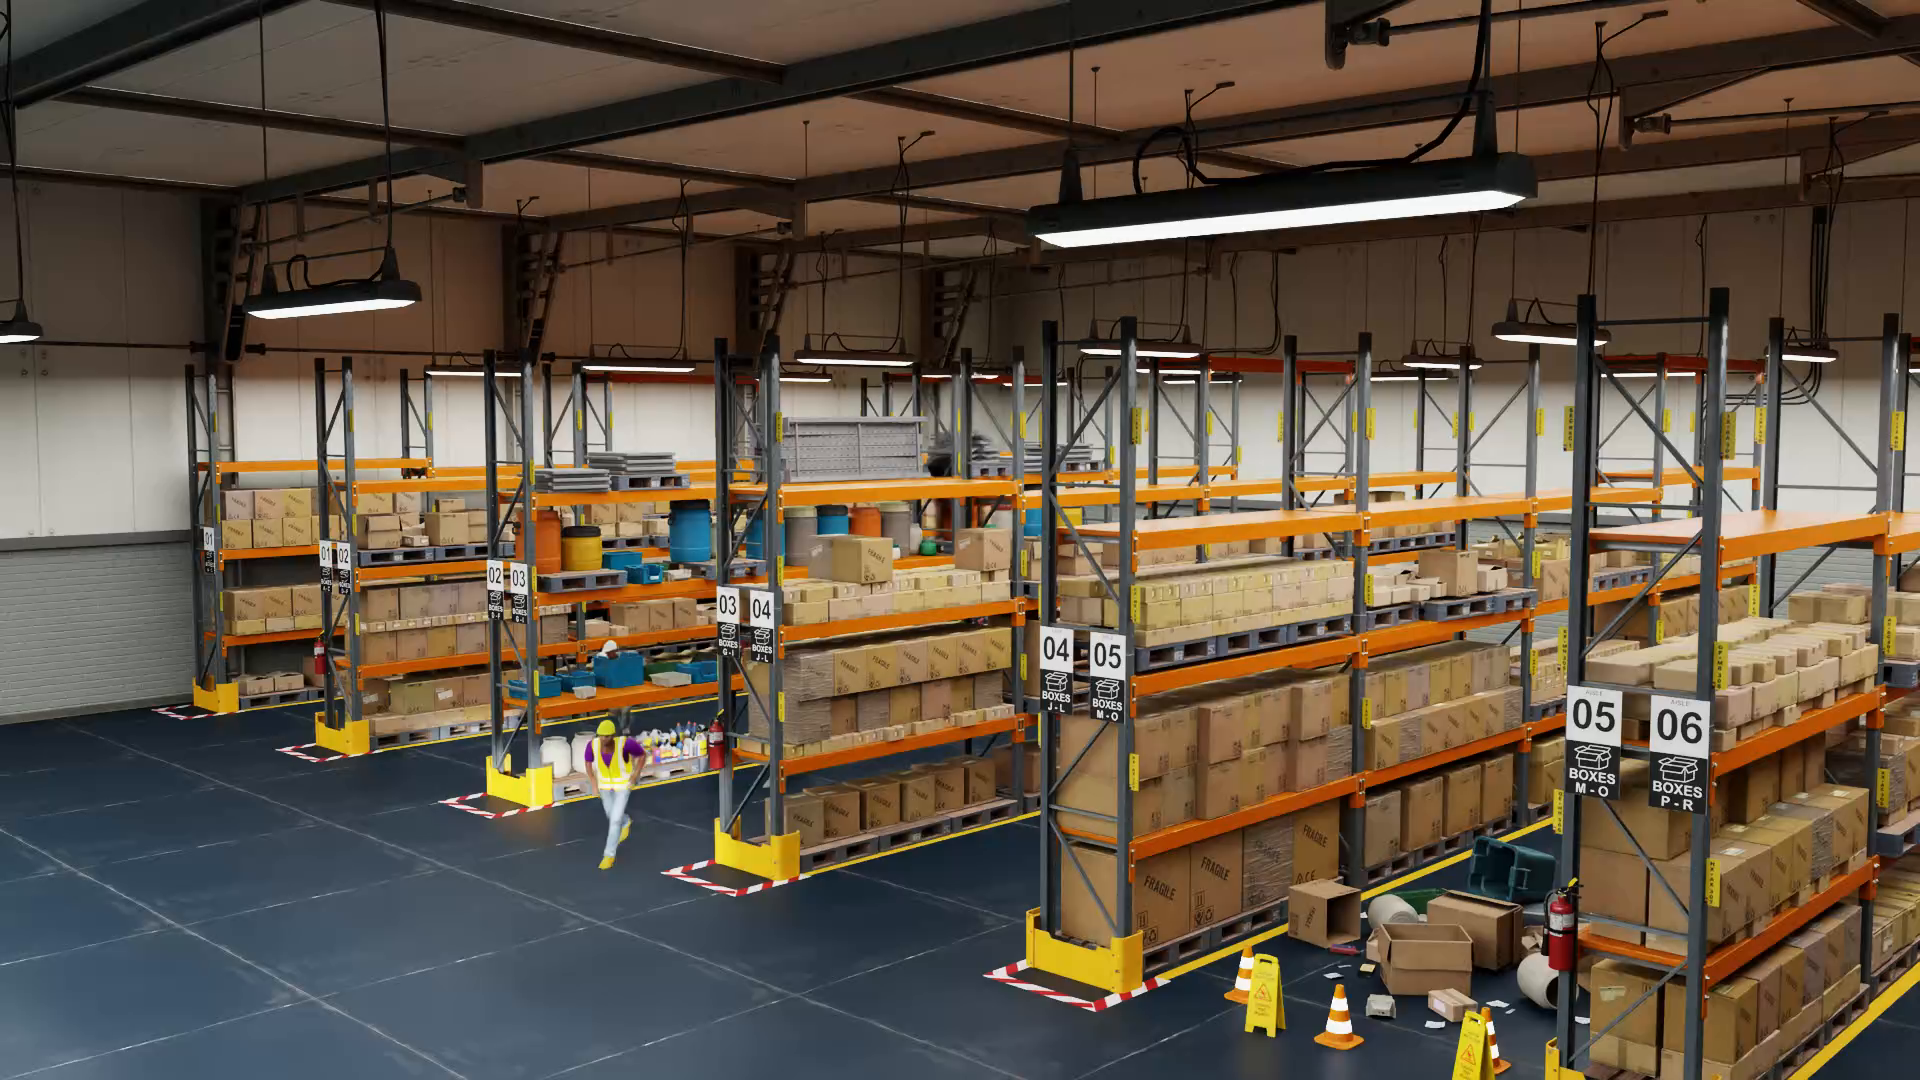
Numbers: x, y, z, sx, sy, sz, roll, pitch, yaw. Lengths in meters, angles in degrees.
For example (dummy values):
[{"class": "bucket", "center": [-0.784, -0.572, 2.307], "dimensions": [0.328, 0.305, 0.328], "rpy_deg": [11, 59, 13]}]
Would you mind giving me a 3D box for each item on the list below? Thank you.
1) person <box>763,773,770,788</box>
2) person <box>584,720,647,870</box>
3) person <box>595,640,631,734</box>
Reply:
[{"class": "person", "center": [-2.509, 2.562, 23.132], "dimensions": [0.681, 1.715, 0.879], "rpy_deg": [2, 5, 20]}, {"class": "person", "center": [-3.959, 2.870, 19.217], "dimensions": [0.721, 1.713, 1.024], "rpy_deg": [0, 4, 2]}, {"class": "person", "center": [-5.502, 2.350, 26.465], "dimensions": [0.735, 1.577, 0.837], "rpy_deg": [1, 4, 10]}]
